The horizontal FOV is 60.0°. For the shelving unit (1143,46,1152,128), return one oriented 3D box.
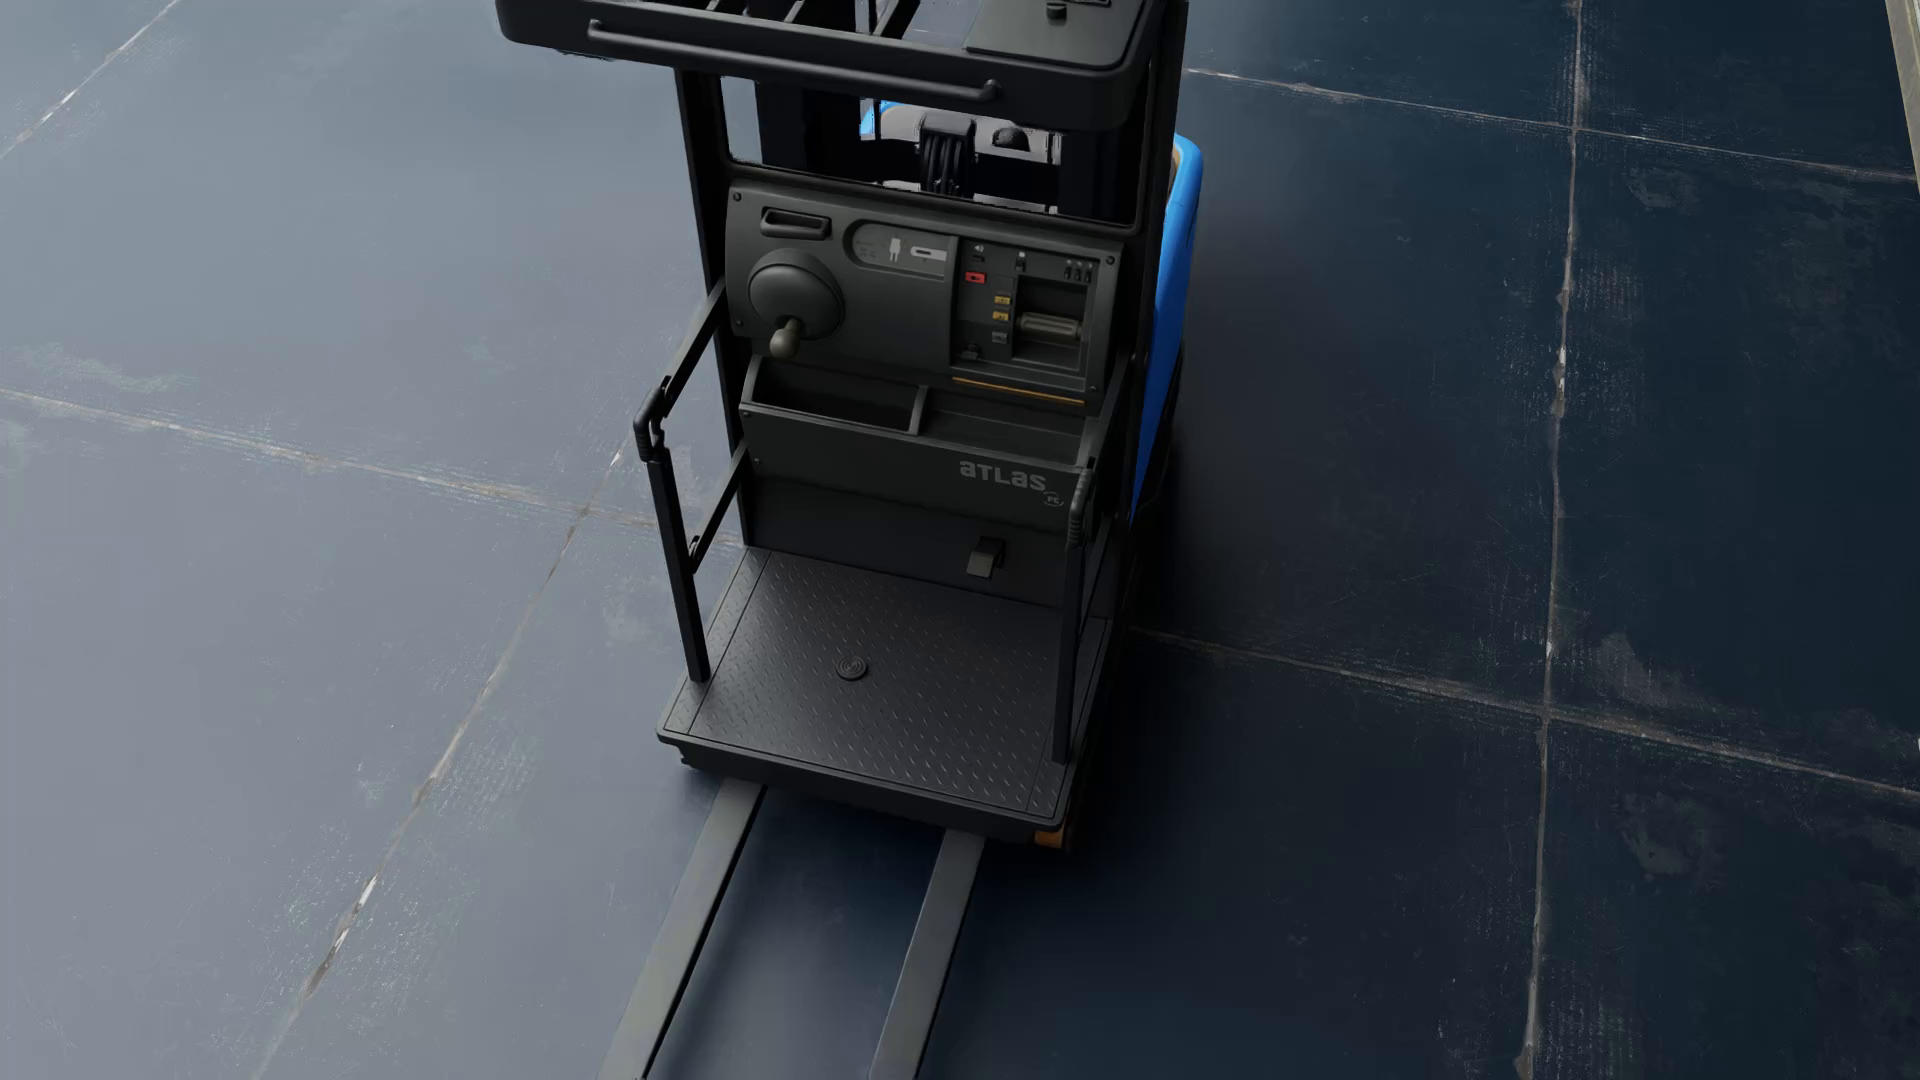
[{"bbox_3d":[0.391,-1.378,5.716,0.538,1.125,1.048,12,50,11],"label":"shelving unit"}]

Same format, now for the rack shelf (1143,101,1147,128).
[{"bbox_3d":[0.391,-1.216,5.899,0.538,0.278,1.000,12,50,11],"label":"rack shelf"}]

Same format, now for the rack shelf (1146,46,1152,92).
[{"bbox_3d":[0.391,-1.572,5.497,0.538,0.278,1.000,12,50,11],"label":"rack shelf"}]

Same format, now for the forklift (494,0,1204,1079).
[{"bbox_3d":[-0.151,-0.468,3.708,1.130,2.935,3.031,11,50,10],"label":"forklift"}]
